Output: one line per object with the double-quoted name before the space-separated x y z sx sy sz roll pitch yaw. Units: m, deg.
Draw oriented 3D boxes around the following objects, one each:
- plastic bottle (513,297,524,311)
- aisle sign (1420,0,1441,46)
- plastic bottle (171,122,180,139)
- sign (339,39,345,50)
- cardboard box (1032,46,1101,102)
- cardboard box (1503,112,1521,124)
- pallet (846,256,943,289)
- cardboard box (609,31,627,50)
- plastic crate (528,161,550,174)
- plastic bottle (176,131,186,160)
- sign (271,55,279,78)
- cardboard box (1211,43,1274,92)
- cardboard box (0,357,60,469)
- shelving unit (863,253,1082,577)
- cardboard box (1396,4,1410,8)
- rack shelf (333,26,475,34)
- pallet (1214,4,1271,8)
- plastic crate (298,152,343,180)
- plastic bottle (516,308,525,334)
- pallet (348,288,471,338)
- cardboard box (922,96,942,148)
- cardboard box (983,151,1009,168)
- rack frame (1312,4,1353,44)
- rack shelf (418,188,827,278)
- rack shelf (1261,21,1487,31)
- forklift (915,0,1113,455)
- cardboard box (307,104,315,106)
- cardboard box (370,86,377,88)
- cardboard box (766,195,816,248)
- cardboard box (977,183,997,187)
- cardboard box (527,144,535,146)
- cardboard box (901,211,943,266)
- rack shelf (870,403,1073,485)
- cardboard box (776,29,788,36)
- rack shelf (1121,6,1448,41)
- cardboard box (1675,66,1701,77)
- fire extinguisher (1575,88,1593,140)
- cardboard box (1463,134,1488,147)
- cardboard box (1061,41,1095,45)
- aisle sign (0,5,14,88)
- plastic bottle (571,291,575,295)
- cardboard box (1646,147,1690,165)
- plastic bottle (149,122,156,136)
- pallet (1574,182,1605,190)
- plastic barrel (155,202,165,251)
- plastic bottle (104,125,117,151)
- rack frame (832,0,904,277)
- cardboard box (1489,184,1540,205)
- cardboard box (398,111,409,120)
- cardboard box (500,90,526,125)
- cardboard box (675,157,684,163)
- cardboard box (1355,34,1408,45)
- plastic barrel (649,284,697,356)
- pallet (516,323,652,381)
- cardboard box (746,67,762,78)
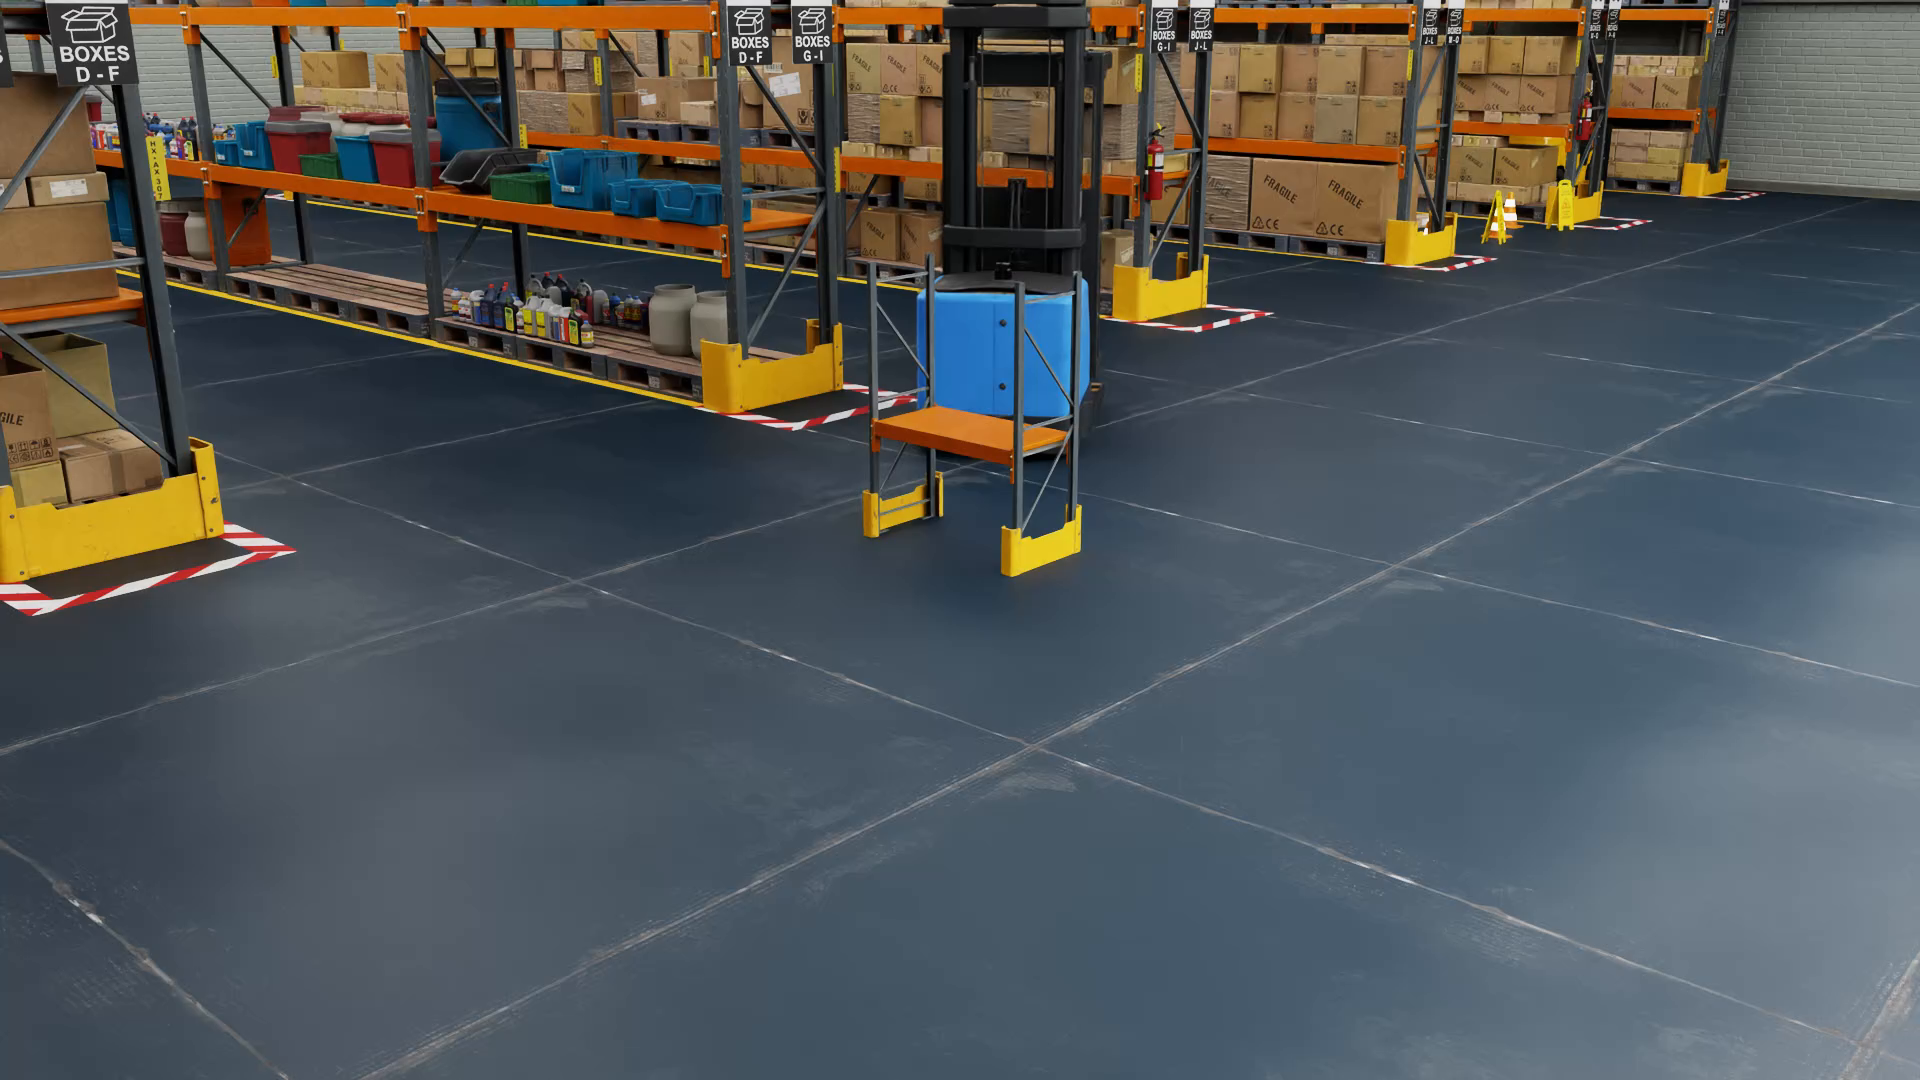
"plastic bottle" -3.687 -1.891 13.894 0.097 0.271 0.097 0 18 0
"aisle sign" 5.210 -5.873 18.360 0.004 0.787 0.394 15 23 39
"plastic bottle" -8.841 -4.589 18.819 0.135 0.276 0.152 15 23 39
"sign" -9.608 -7.611 25.830 0.005 0.325 0.100 15 23 39
"cardboard box" 1.035 -4.433 15.813 0.500 0.500 0.500 15 23 39
"cardboard box" 7.704 -5.845 22.986 0.250 0.149 0.380 15 23 38
"pallet" -0.478 -2.961 18.093 1.213 0.211 1.003 15 23 39
"cardboard box" -5.695 -8.235 27.790 0.500 0.500 0.500 14 23 38
"plastic crate" -3.283 -3.065 14.056 0.616 0.251 0.499 15 23 39
"plastic bottle" -8.041 -4.075 17.186 0.133 0.283 0.061 15 23 39
"sign" -10.352 -7.152 25.128 0.005 0.325 0.100 15 23 39
"cardboard box" 3.419 -5.800 20.394 0.550 0.550 0.875 15 23 39
"cardboard box" -5.189 -0.661 8.846 0.500 0.500 0.500 15 23 39
"shelving unit" 0.057 -0.700 8.837 1.083 1.500 0.587 15 23 39
"cardboard box" 6.416 -7.646 23.701 0.250 0.149 0.380 14 22 38
"rack shelf" -8.483 -7.512 24.053 4.000 0.370 1.077 15 23 39
"pallet" 4.406 -8.355 25.831 1.003 0.211 1.213 15 23 39
"plastic crate" -5.781 -3.481 15.472 0.662 0.188 0.450 15 23 39
"plastic bottle" -3.625 -1.816 13.775 0.097 0.201 0.097 0 18 0
"pallet" -4.904 -2.116 15.431 1.213 0.211 1.003 15 23 39
"cardboard box" 0.084 -4.316 17.096 0.500 0.500 0.875 15 23 39
"cardboard box" 0.447 -3.782 16.485 0.250 0.149 0.380 15 23 39
"rack frame" 5.575 -6.659 25.136 0.127 3.000 1.000 15 23 39
"rack shelf" -2.795 -2.552 13.383 4.000 0.370 1.077 15 23 39
"rack shelf" 7.371 -9.271 29.597 4.000 0.370 1.077 15 23 39
"forklift" 0.463 -2.344 11.651 1.130 2.935 3.031 3 18 9
"cardboard box" -9.548 -6.458 24.918 0.250 0.149 0.380 14 23 38
"cardboard box" -8.680 -6.655 24.880 0.500 0.250 0.500 14 22 37
"cardboard box" -1.793 -3.663 19.101 0.500 0.500 0.700 15 23 39
"cardboard box" 0.425 -5.133 23.350 0.750 0.750 1.050 15 23 40
"cardboard box" -5.826 -4.908 22.435 0.875 0.875 1.225 14 22 37
"cardboard box" -0.297 -3.223 17.747 0.500 0.500 0.500 -10 20 -28
"rack shelf" 0.064 -0.526 8.885 1.000 0.185 0.538 15 23 39
"cardboard box" -3.319 -9.768 32.041 0.250 0.149 0.380 16 23 40
"rack shelf" 3.860 -6.204 19.933 4.000 0.370 1.077 15 23 39
"cardboard box" 11.413 -7.343 26.052 0.250 0.149 0.380 15 23 40
"fire extinguisher" 8.346 -5.692 22.216 0.183 0.674 0.296 15 23 39
"cardboard box" 7.289 -5.624 23.412 0.250 0.149 0.380 16 23 40
"cardboard box" 2.022 -8.031 27.641 0.500 0.500 0.500 14 23 38
"aisle sign" -4.736 -2.533 7.836 0.004 0.787 0.394 15 23 39
"plastic bottle" -3.325 -2.085 14.487 0.061 0.283 0.133 -17 24 -42
"cardboard box" 11.287 -6.135 26.508 0.500 0.250 0.500 15 23 39
"plastic bottle" -9.184 -4.629 18.951 0.097 0.271 0.097 0 18 0
"pallet" 10.350 -6.040 27.794 1.213 0.211 1.003 15 23 39
"plastic barrel" -8.986 -3.528 18.689 0.421 0.512 0.421 0 18 0
"plastic bottle" -9.315 -4.432 18.323 0.135 0.276 0.152 15 23 39
"rack frame" -1.003 -4.417 18.071 0.127 3.000 1.000 15 23 39
"cardboard box" 7.765 -4.852 23.292 0.500 0.250 0.500 15 23 39
"cardboard box" -7.626 -5.942 23.293 0.250 0.149 0.380 16 23 40
"cardboard box" -5.668 -5.618 21.690 0.500 0.500 0.500 16 23 40
"cardboard box" -4.488 -6.201 27.219 0.250 0.149 0.380 14 22 37
"cardboard box" 6.127 -7.080 24.153 0.500 0.500 0.700 15 23 40
"plastic barrel" -2.217 -1.723 13.001 0.421 0.512 0.421 0 18 0
"pallet" -2.900 -1.578 13.735 1.213 0.211 1.003 15 23 39
"cardboard box" -3.042 -7.149 25.416 0.250 0.149 0.380 15 23 39
